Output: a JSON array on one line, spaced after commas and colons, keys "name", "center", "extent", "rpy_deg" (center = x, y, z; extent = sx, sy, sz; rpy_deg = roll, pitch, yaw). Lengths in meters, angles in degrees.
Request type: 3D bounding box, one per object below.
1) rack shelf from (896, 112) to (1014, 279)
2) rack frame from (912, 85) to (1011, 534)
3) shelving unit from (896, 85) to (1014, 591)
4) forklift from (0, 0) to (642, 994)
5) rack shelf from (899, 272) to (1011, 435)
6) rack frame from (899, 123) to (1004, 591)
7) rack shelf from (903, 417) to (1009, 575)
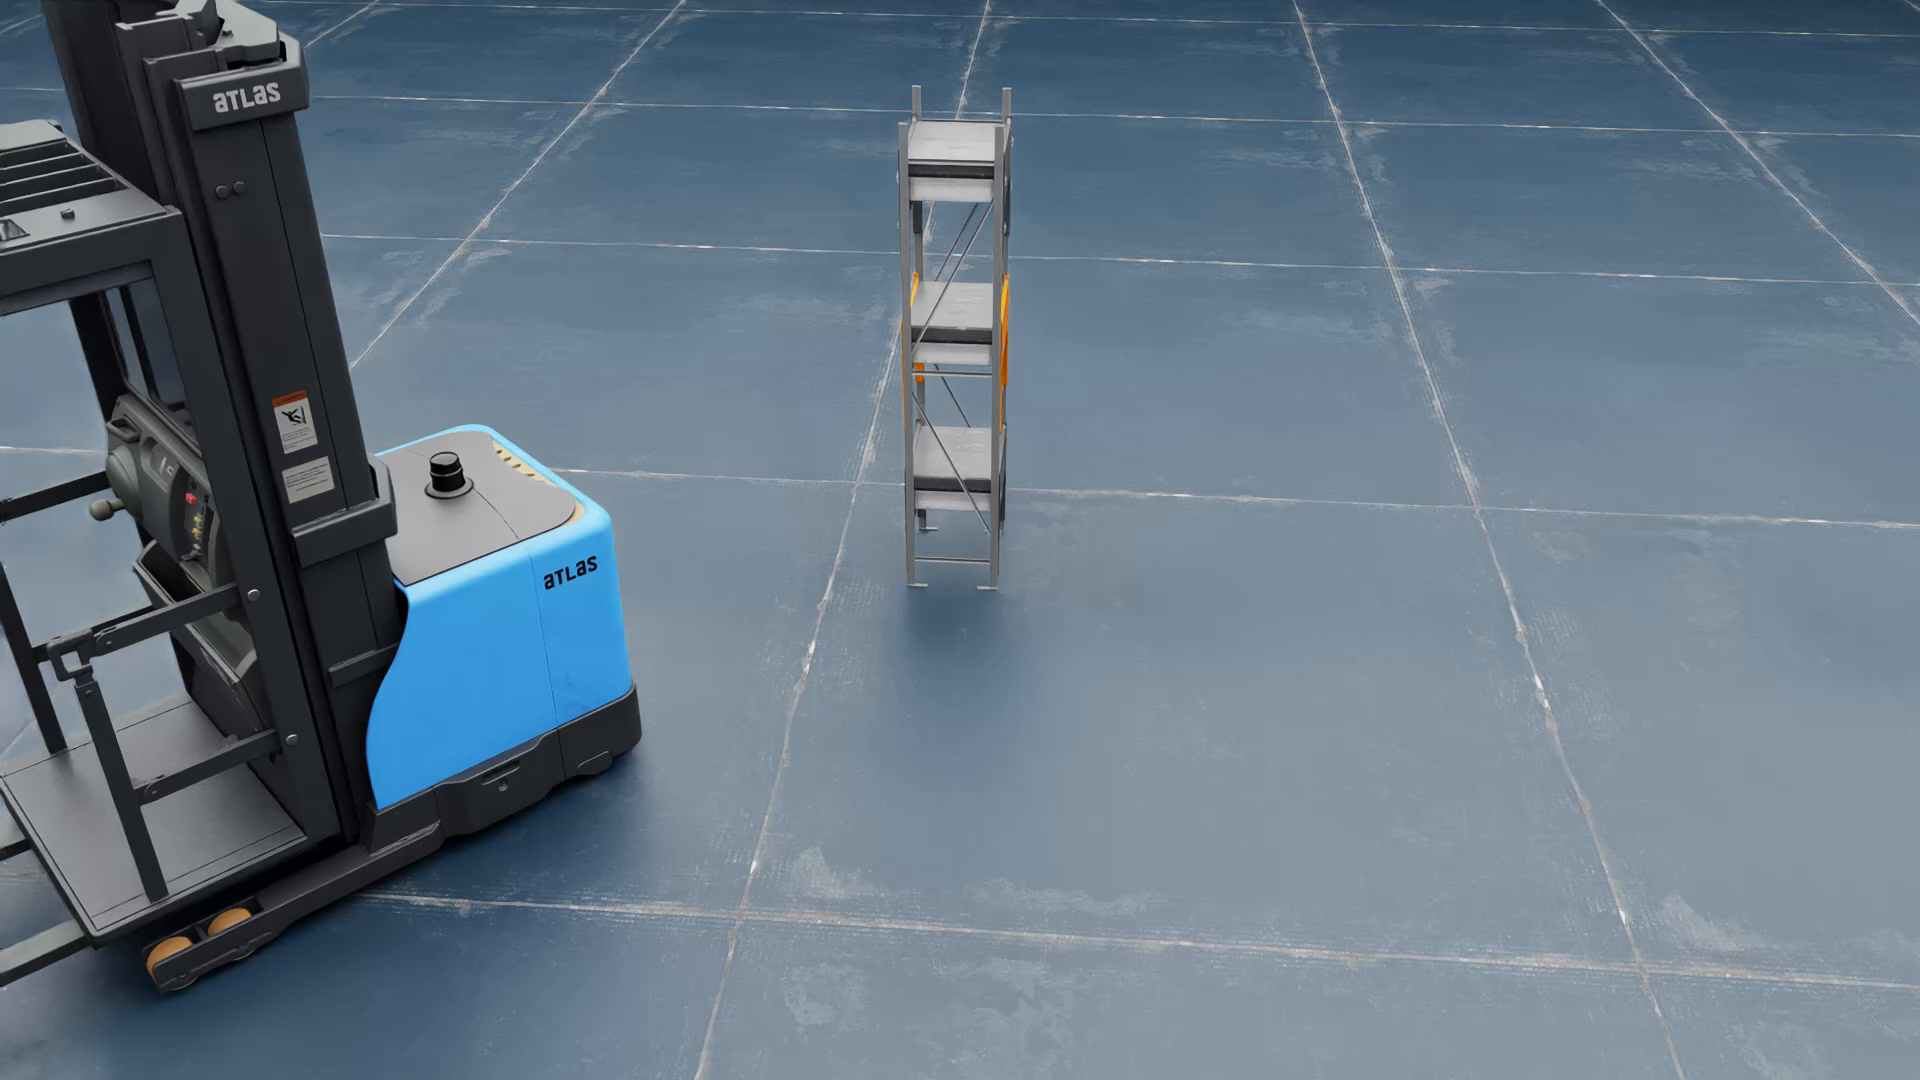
[{"name": "rack shelf", "center": [-0.014, -1.392, 6.699], "extent": [0.431, 0.518, 0.480], "rpy_deg": [2, 32, 4]}, {"name": "rack frame", "center": [0.006, -0.935, 7.266], "extent": [0.400, 2.100, 0.015], "rpy_deg": [2, 32, 4]}, {"name": "shelving unit", "center": [-0.013, -0.807, 7.059], "extent": [0.431, 2.100, 0.503], "rpy_deg": [2, 32, 4]}, {"name": "forklift", "center": [-2.658, -0.103, 5.124], "extent": [3.031, 2.935, 1.130], "rpy_deg": [-25, 40, -35]}, {"name": "rack shelf", "center": [-0.013, -0.796, 7.066], "extent": [0.431, 0.518, 0.480], "rpy_deg": [2, 32, 4]}, {"name": "rack frame", "center": [-0.033, -0.680, 6.852], "extent": [0.400, 2.100, 0.015], "rpy_deg": [2, 32, 4]}, {"name": "rack shelf", "center": [-0.013, -0.200, 7.433], "extent": [0.431, 0.518, 0.480], "rpy_deg": [2, 32, 4]}]
